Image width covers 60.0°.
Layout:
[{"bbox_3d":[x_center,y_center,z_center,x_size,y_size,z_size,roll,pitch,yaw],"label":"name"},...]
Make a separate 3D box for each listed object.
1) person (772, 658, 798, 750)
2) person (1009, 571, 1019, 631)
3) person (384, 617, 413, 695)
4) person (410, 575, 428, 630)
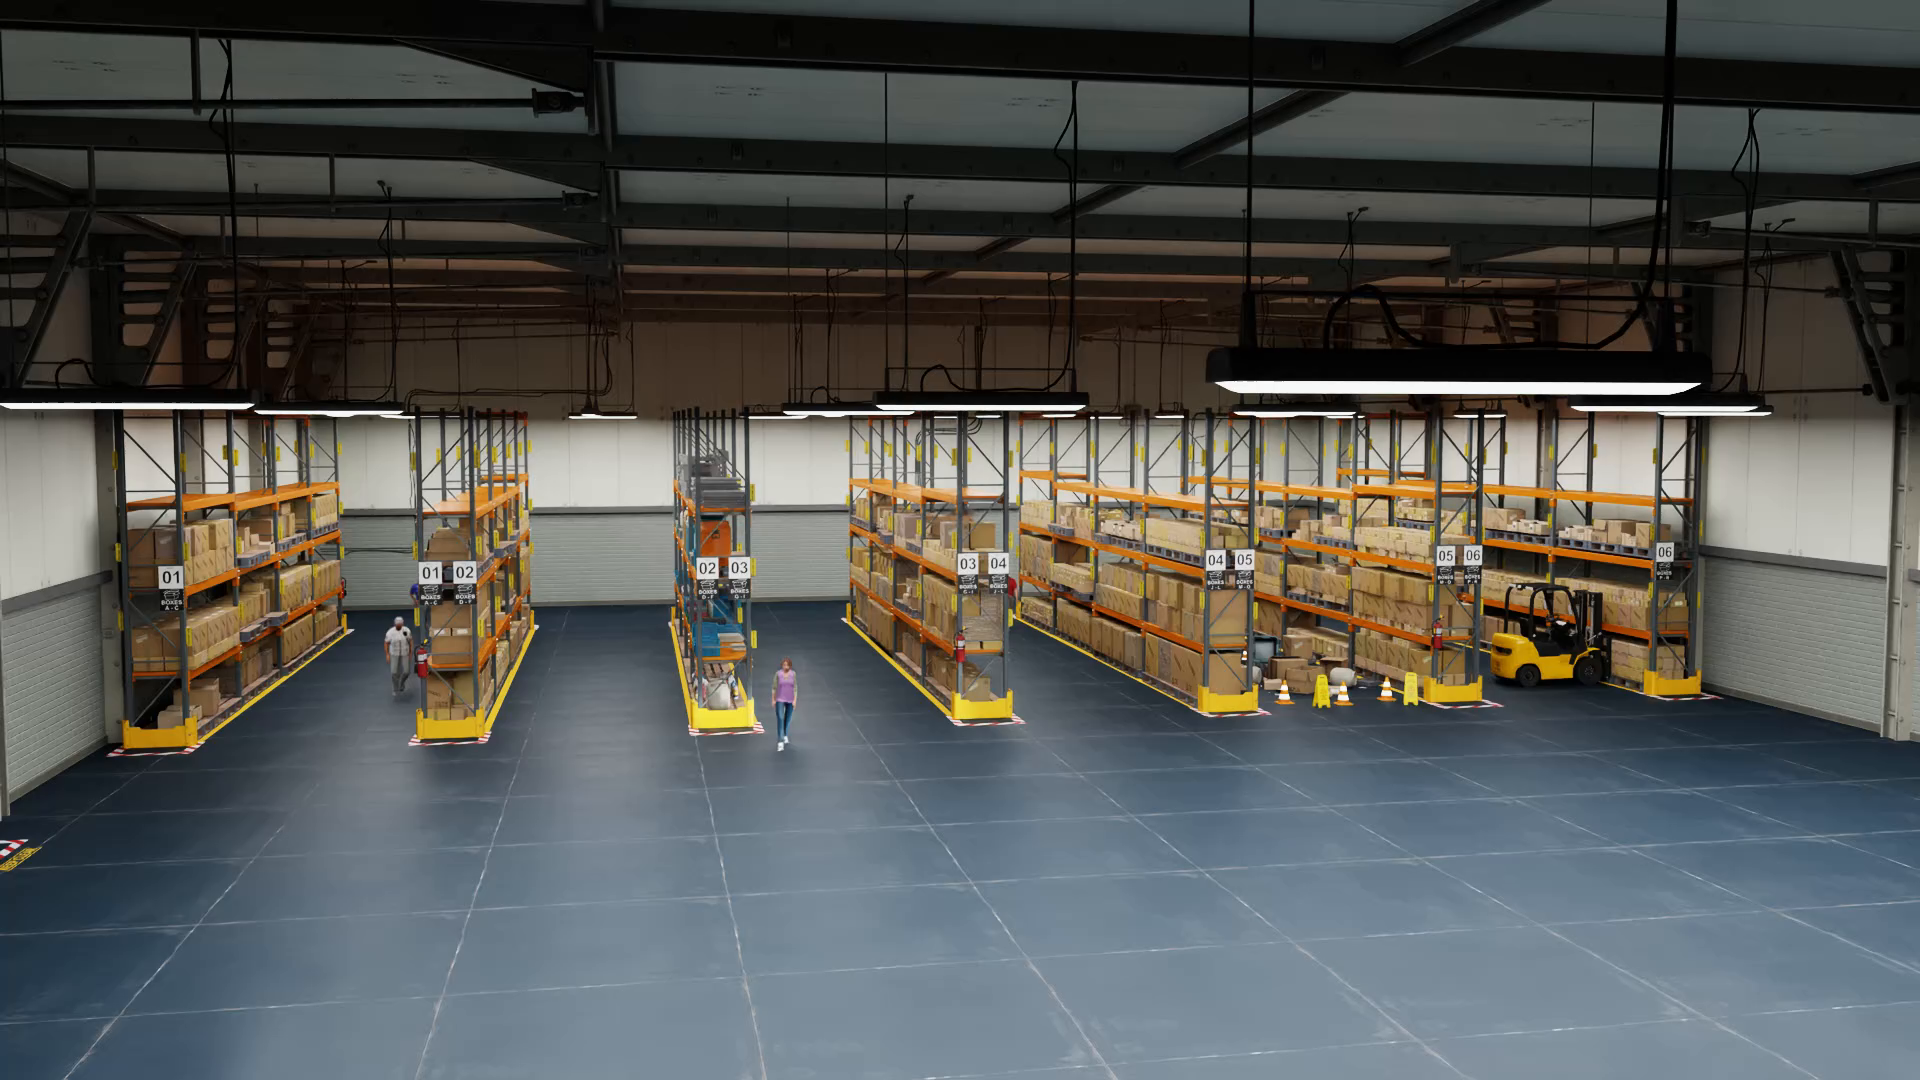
[{"bbox_3d":[-3.081,2.848,29.270,0.437,1.564,0.850,-2,4,-20],"label":"person"},{"bbox_3d":[1.303,1.632,45.557,0.560,1.662,1.078,-1,4,-14],"label":"person"},{"bbox_3d":[-11.830,2.422,35.047,0.575,1.648,0.576,-2,4,-22],"label":"person"},{"bbox_3d":[-14.682,1.726,45.370,0.543,1.553,0.735,0,4,0],"label":"person"}]
